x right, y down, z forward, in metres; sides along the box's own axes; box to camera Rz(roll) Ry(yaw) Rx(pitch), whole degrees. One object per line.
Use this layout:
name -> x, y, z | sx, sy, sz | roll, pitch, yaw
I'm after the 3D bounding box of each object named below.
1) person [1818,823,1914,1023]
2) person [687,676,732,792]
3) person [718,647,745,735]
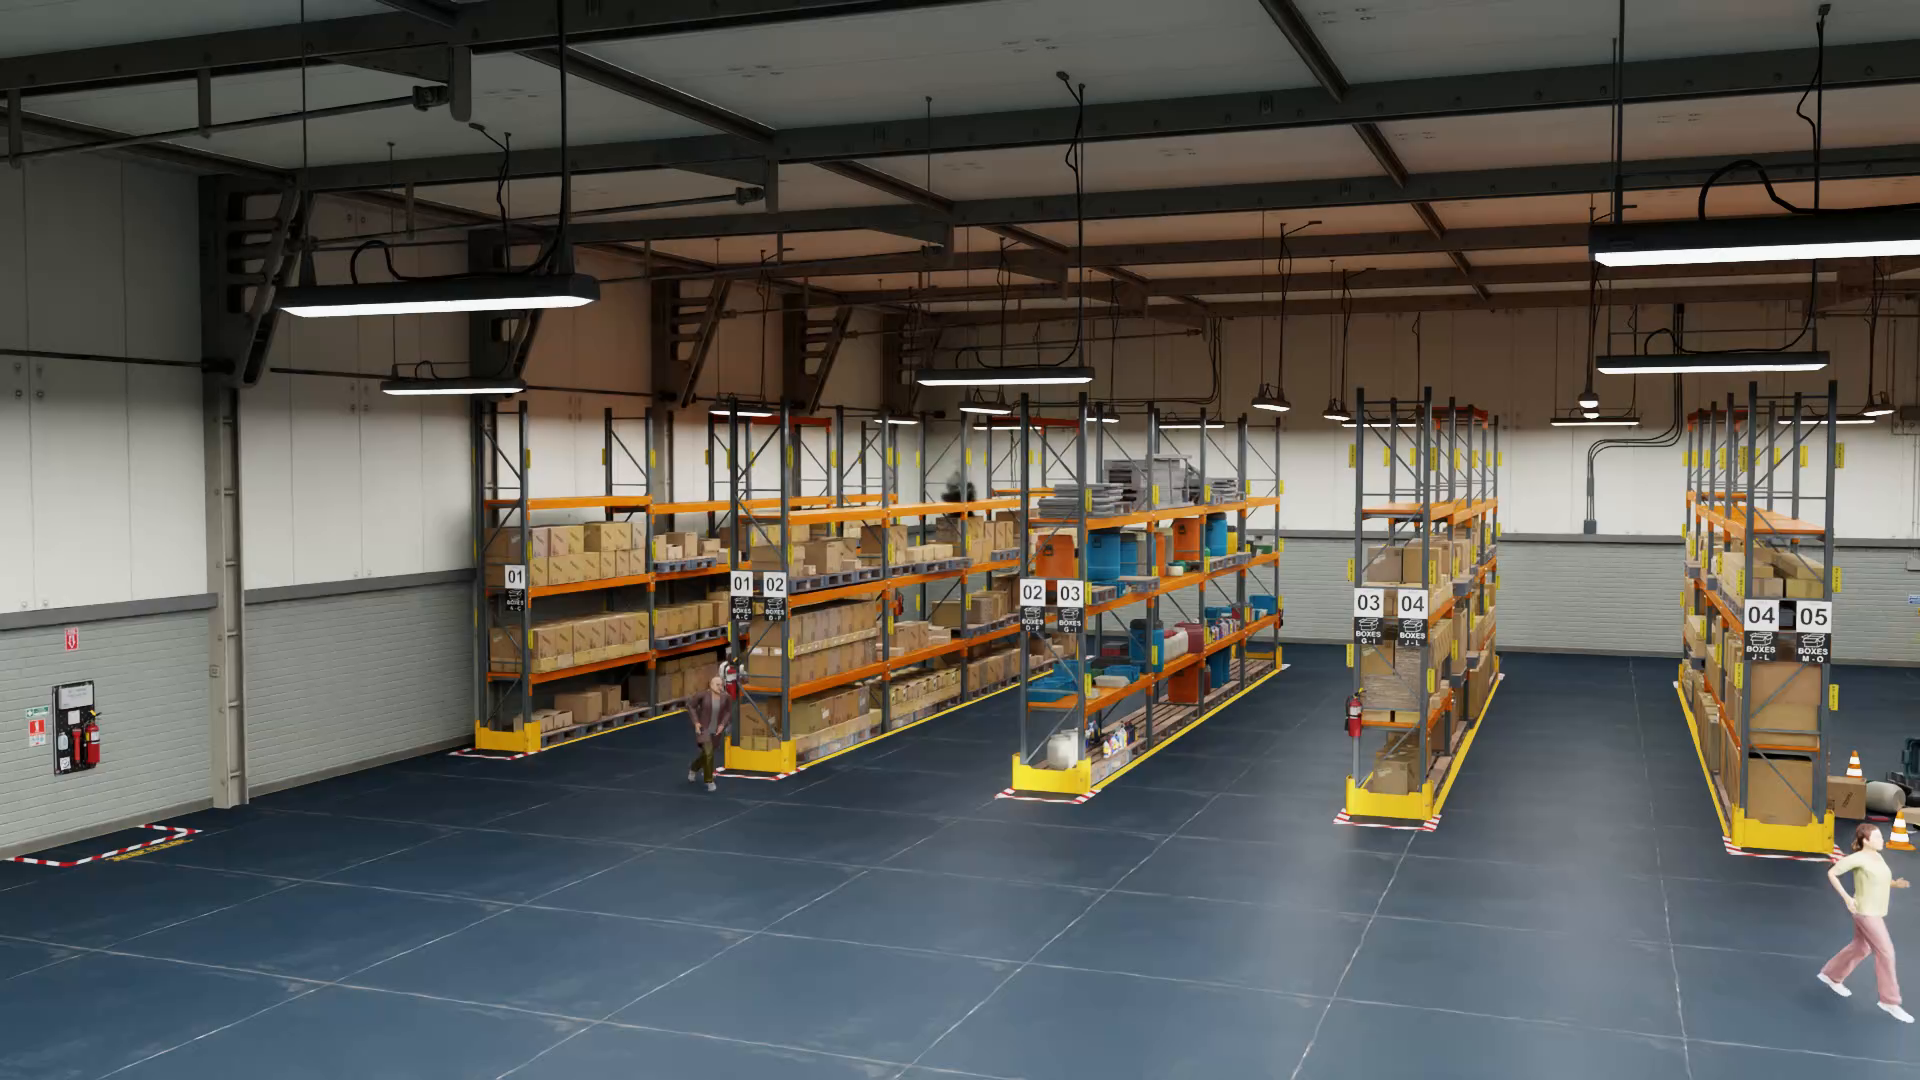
person -> 8.230, 3.412, 15.080 | 0.557, 1.701, 0.879 | -2, 4, -39
person -> -3.860, 2.920, 25.453 | 0.689, 1.729, 0.946 | -2, 3, -30
person -> -4.119, 2.728, 29.638 | 0.574, 1.653, 0.556 | 1, 3, 10
